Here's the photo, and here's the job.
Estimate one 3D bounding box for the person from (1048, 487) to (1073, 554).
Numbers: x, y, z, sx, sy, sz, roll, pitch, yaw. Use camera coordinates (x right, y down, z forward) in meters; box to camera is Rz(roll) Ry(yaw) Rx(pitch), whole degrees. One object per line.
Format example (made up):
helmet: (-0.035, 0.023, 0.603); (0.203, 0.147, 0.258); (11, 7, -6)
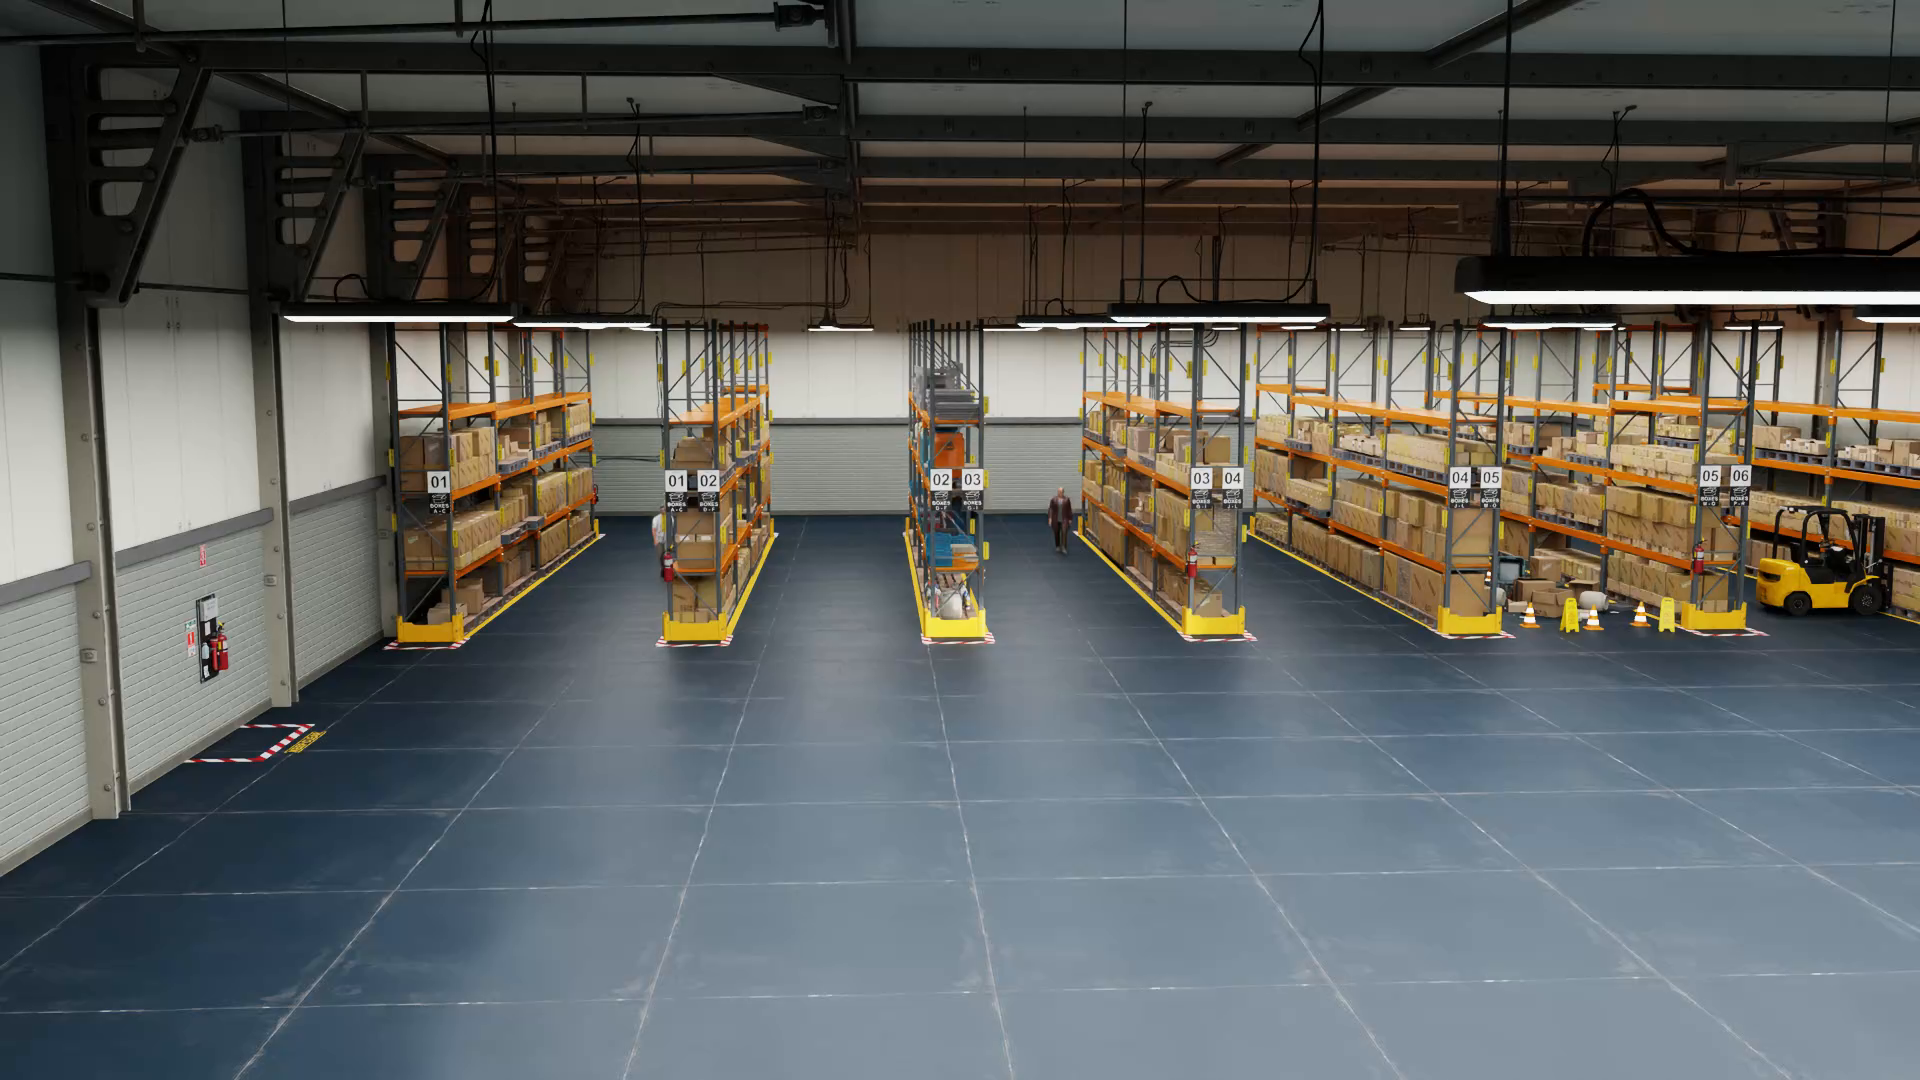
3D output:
person: (2.620, -0.520, 43.353); (0.650, 1.722, 1.096); (1, 7, 6)

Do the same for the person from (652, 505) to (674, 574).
person: (-7.006, 0.012, 39.229); (0.512, 1.710, 0.997); (0, 7, -3)
